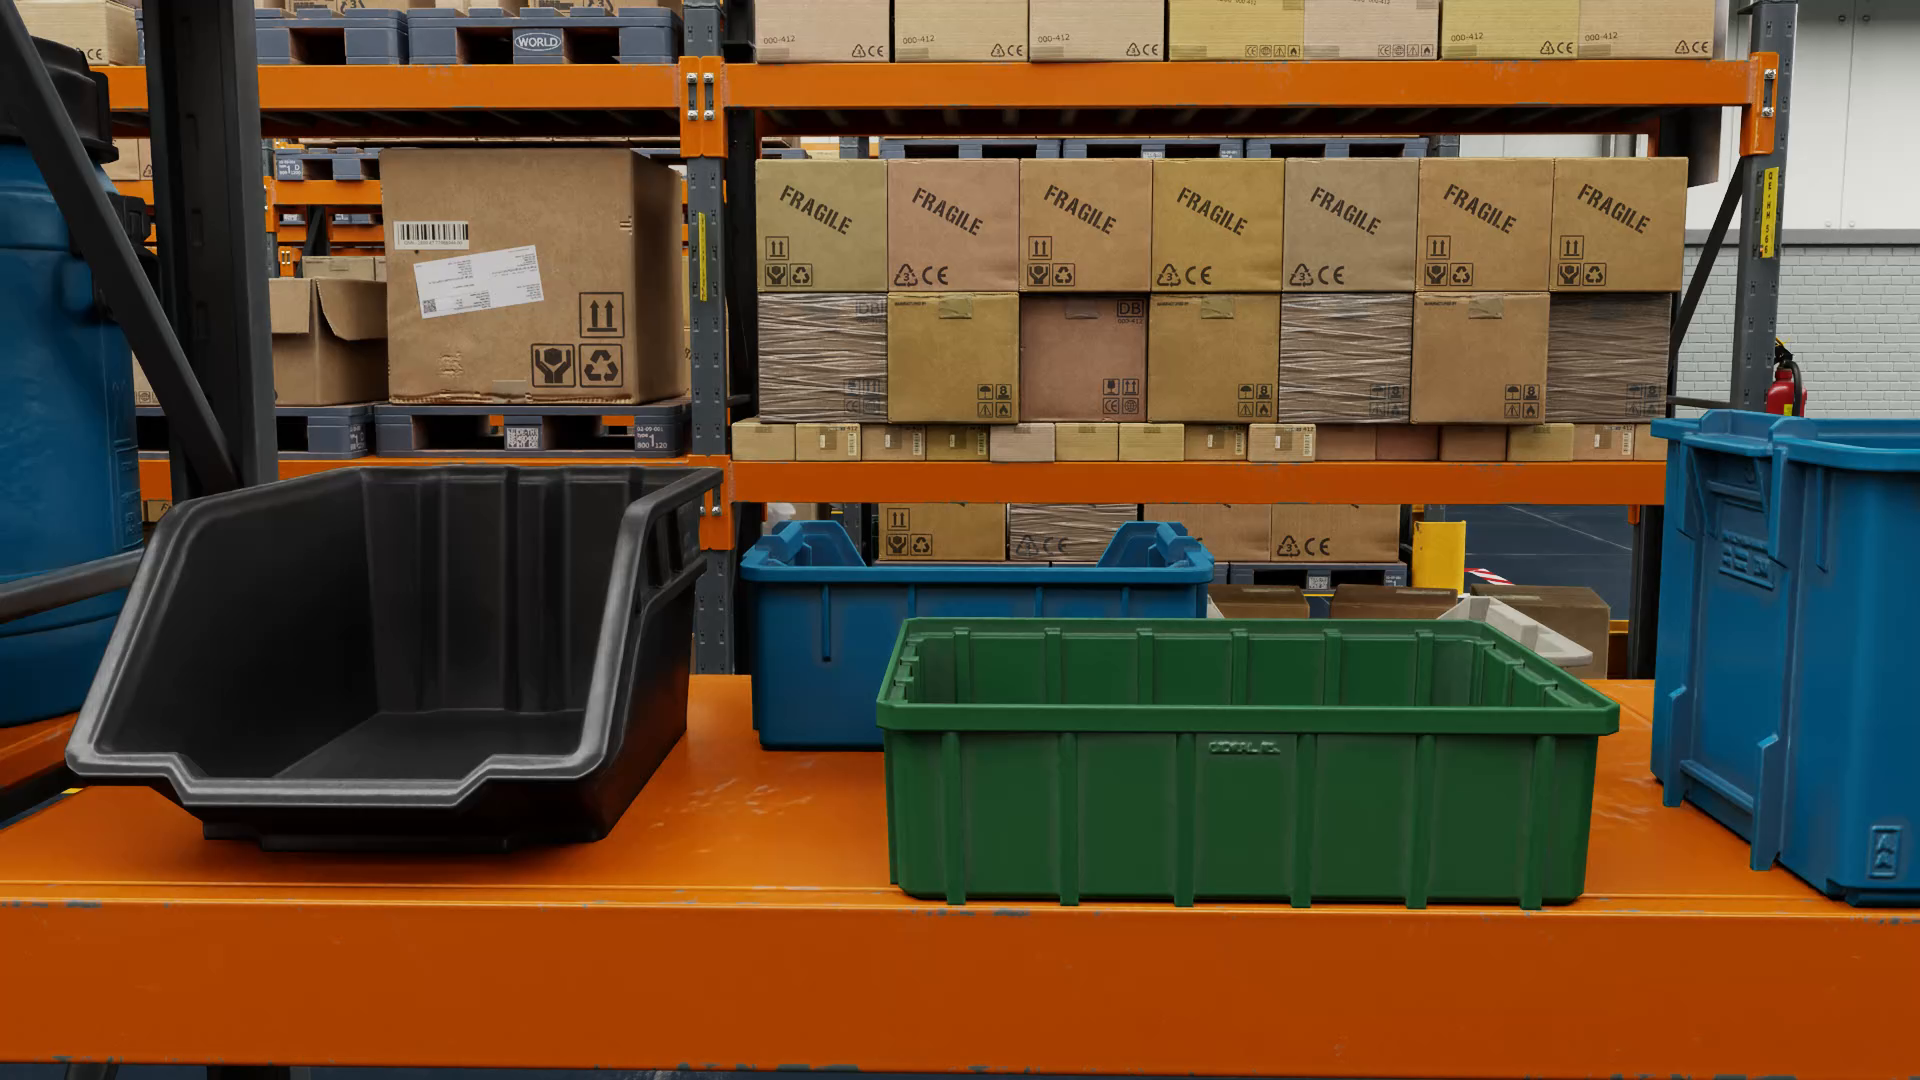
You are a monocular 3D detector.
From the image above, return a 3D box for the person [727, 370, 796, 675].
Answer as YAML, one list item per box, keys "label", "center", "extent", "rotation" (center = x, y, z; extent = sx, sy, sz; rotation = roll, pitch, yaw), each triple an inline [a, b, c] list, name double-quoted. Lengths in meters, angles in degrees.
- label: "person"
  center: [-1.029, -0.077, 8.466]
  extent: [0.380, 1.651, 0.485]
  rotation: [-1, 7, -11]
